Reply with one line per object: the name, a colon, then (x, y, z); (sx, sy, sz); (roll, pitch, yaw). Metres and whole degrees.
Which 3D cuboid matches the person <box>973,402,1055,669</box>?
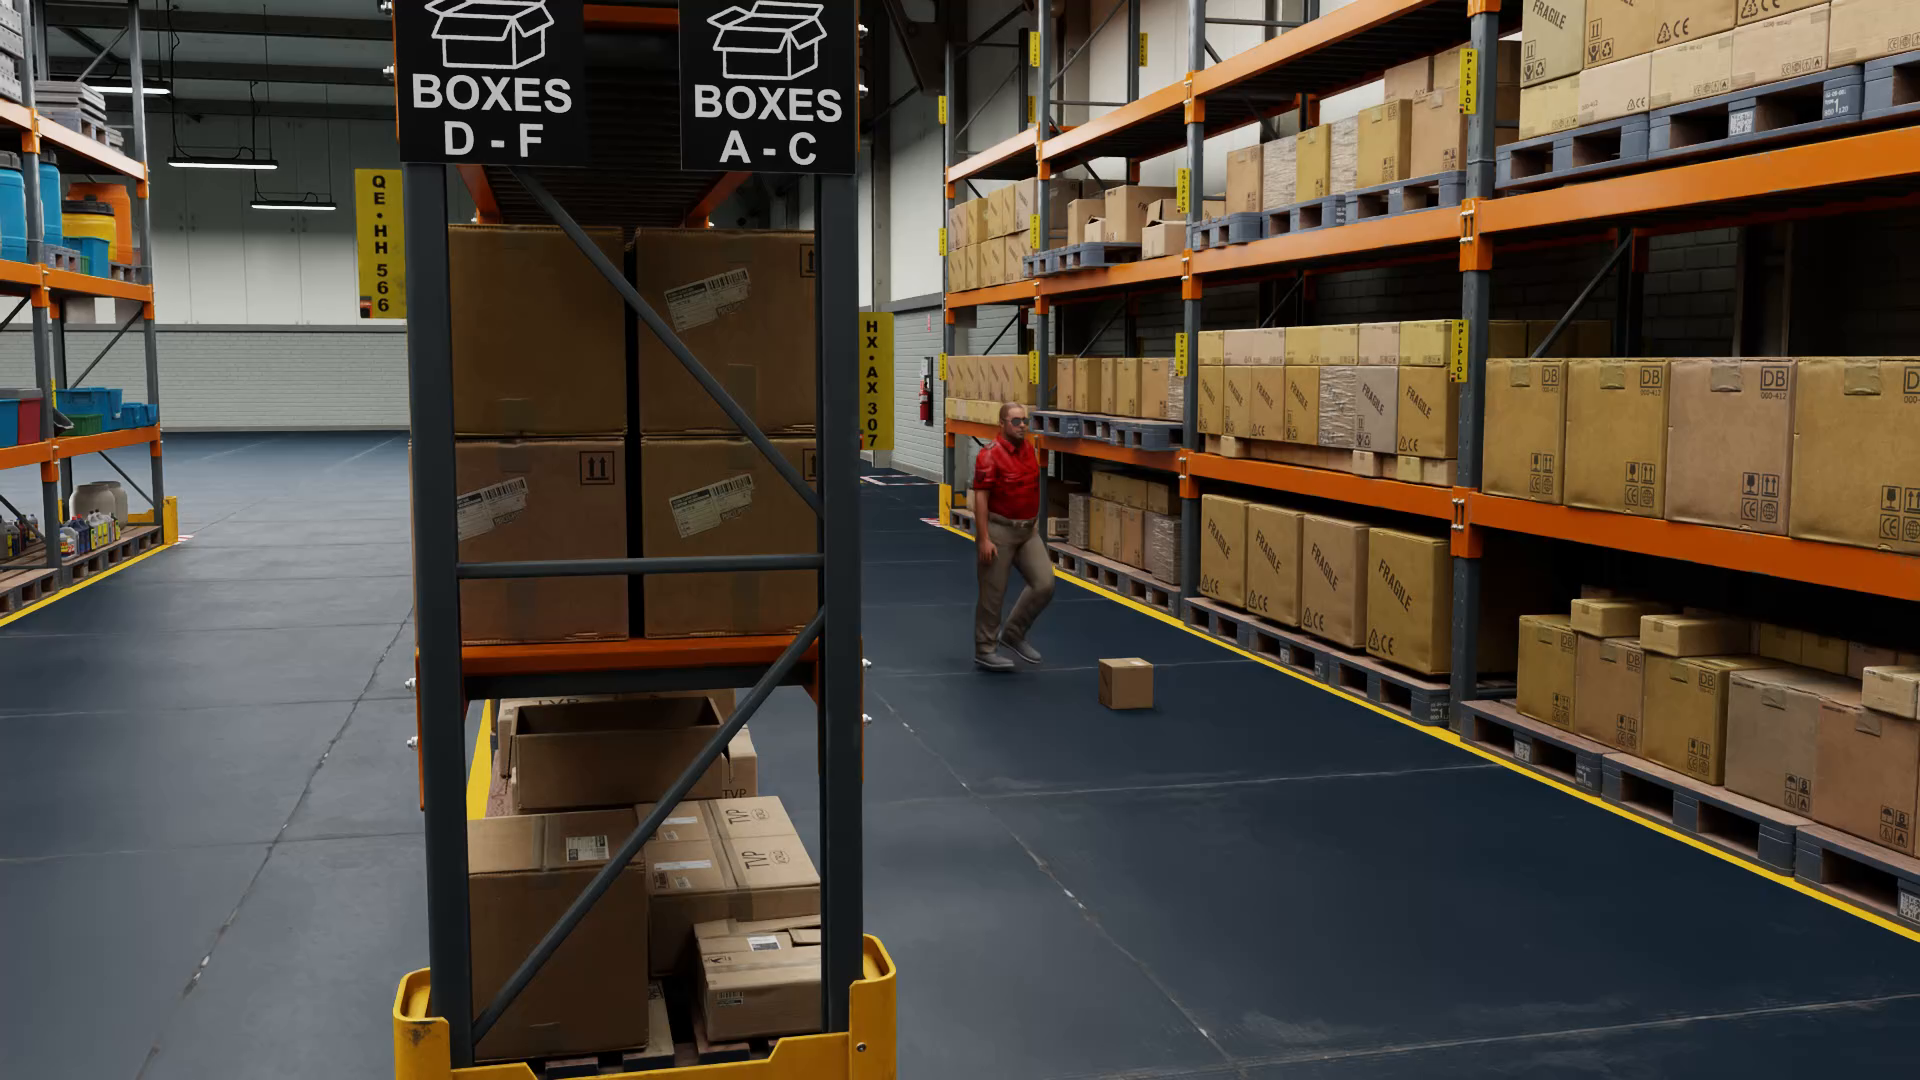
person: (0.295, -0.025, 10.615); (0.571, 1.710, 0.508); (-6, 8, -43)
